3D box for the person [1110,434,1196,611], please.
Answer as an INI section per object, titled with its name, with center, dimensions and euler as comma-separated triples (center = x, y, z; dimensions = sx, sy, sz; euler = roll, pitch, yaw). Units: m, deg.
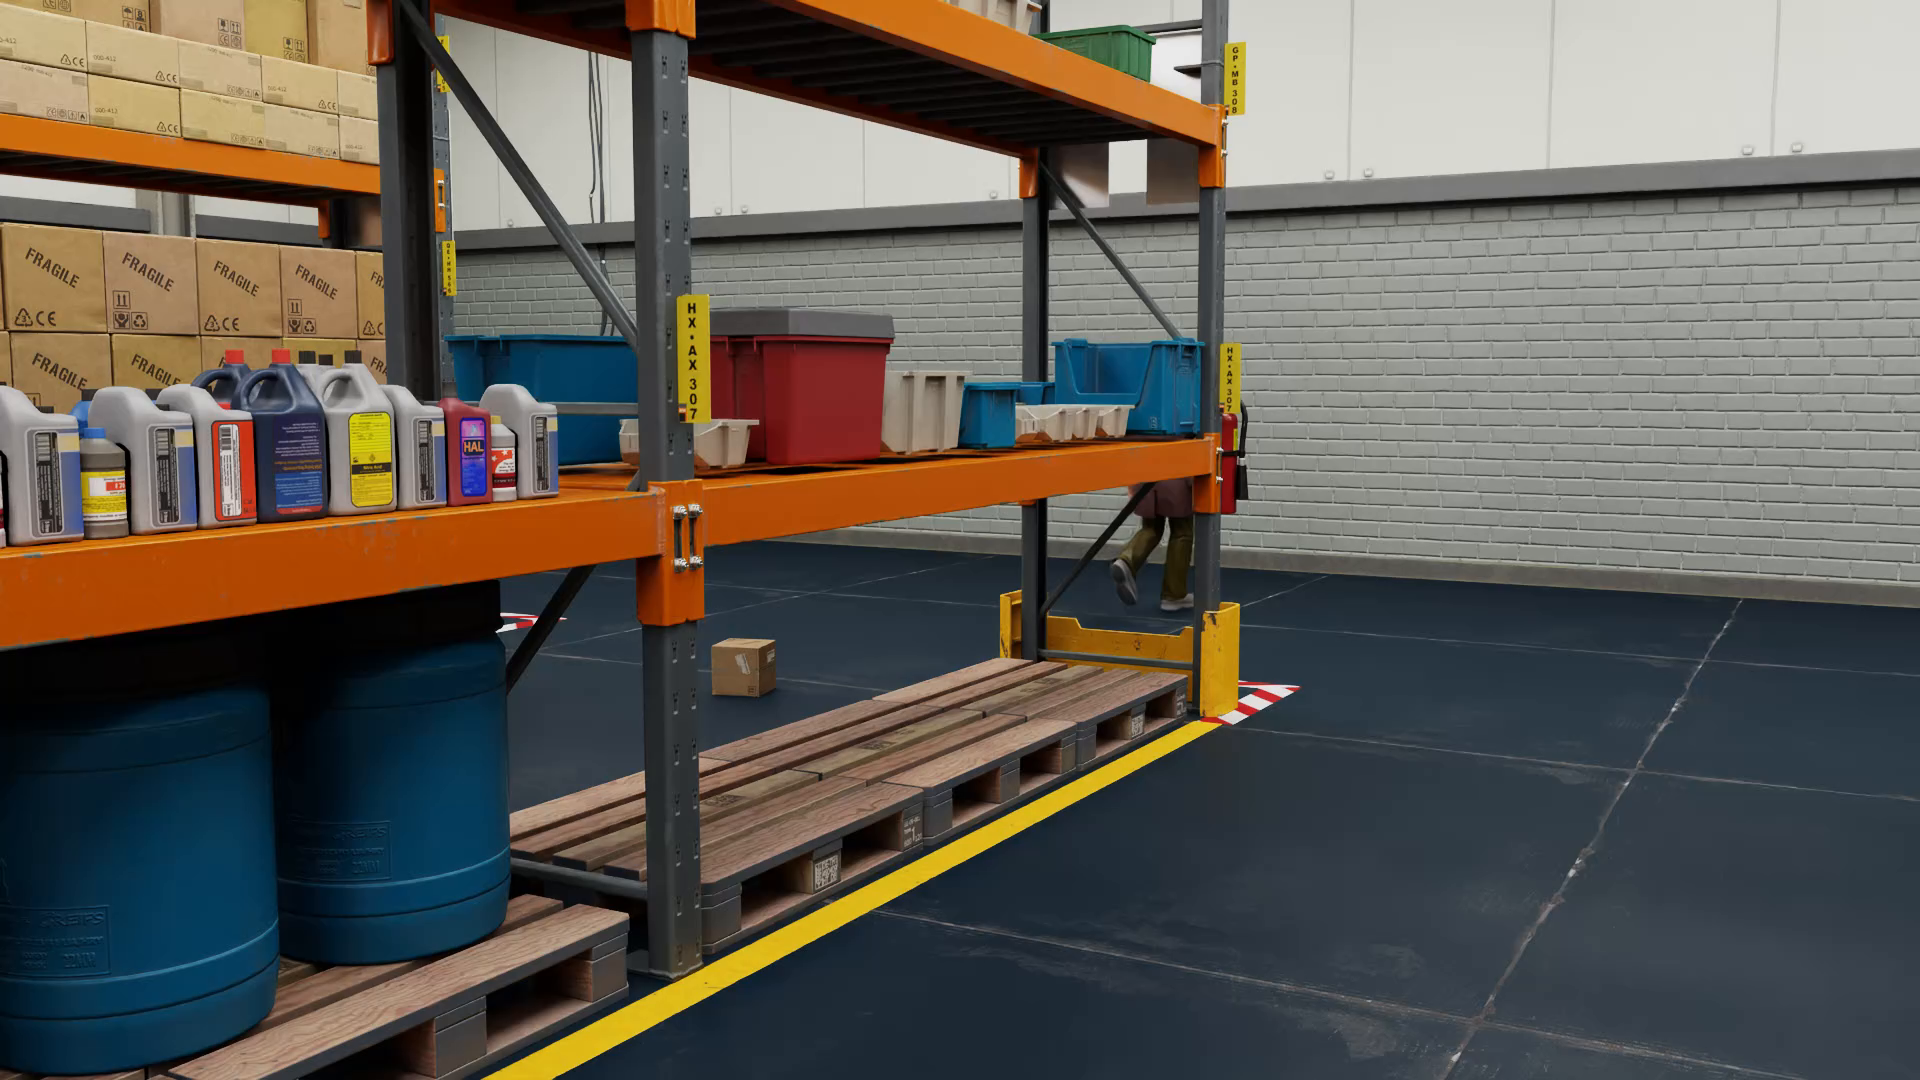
[person]
center = 1.338, -0.399, 11.075
dimensions = 0.615, 1.759, 0.776
euler = 4, 7, 38
